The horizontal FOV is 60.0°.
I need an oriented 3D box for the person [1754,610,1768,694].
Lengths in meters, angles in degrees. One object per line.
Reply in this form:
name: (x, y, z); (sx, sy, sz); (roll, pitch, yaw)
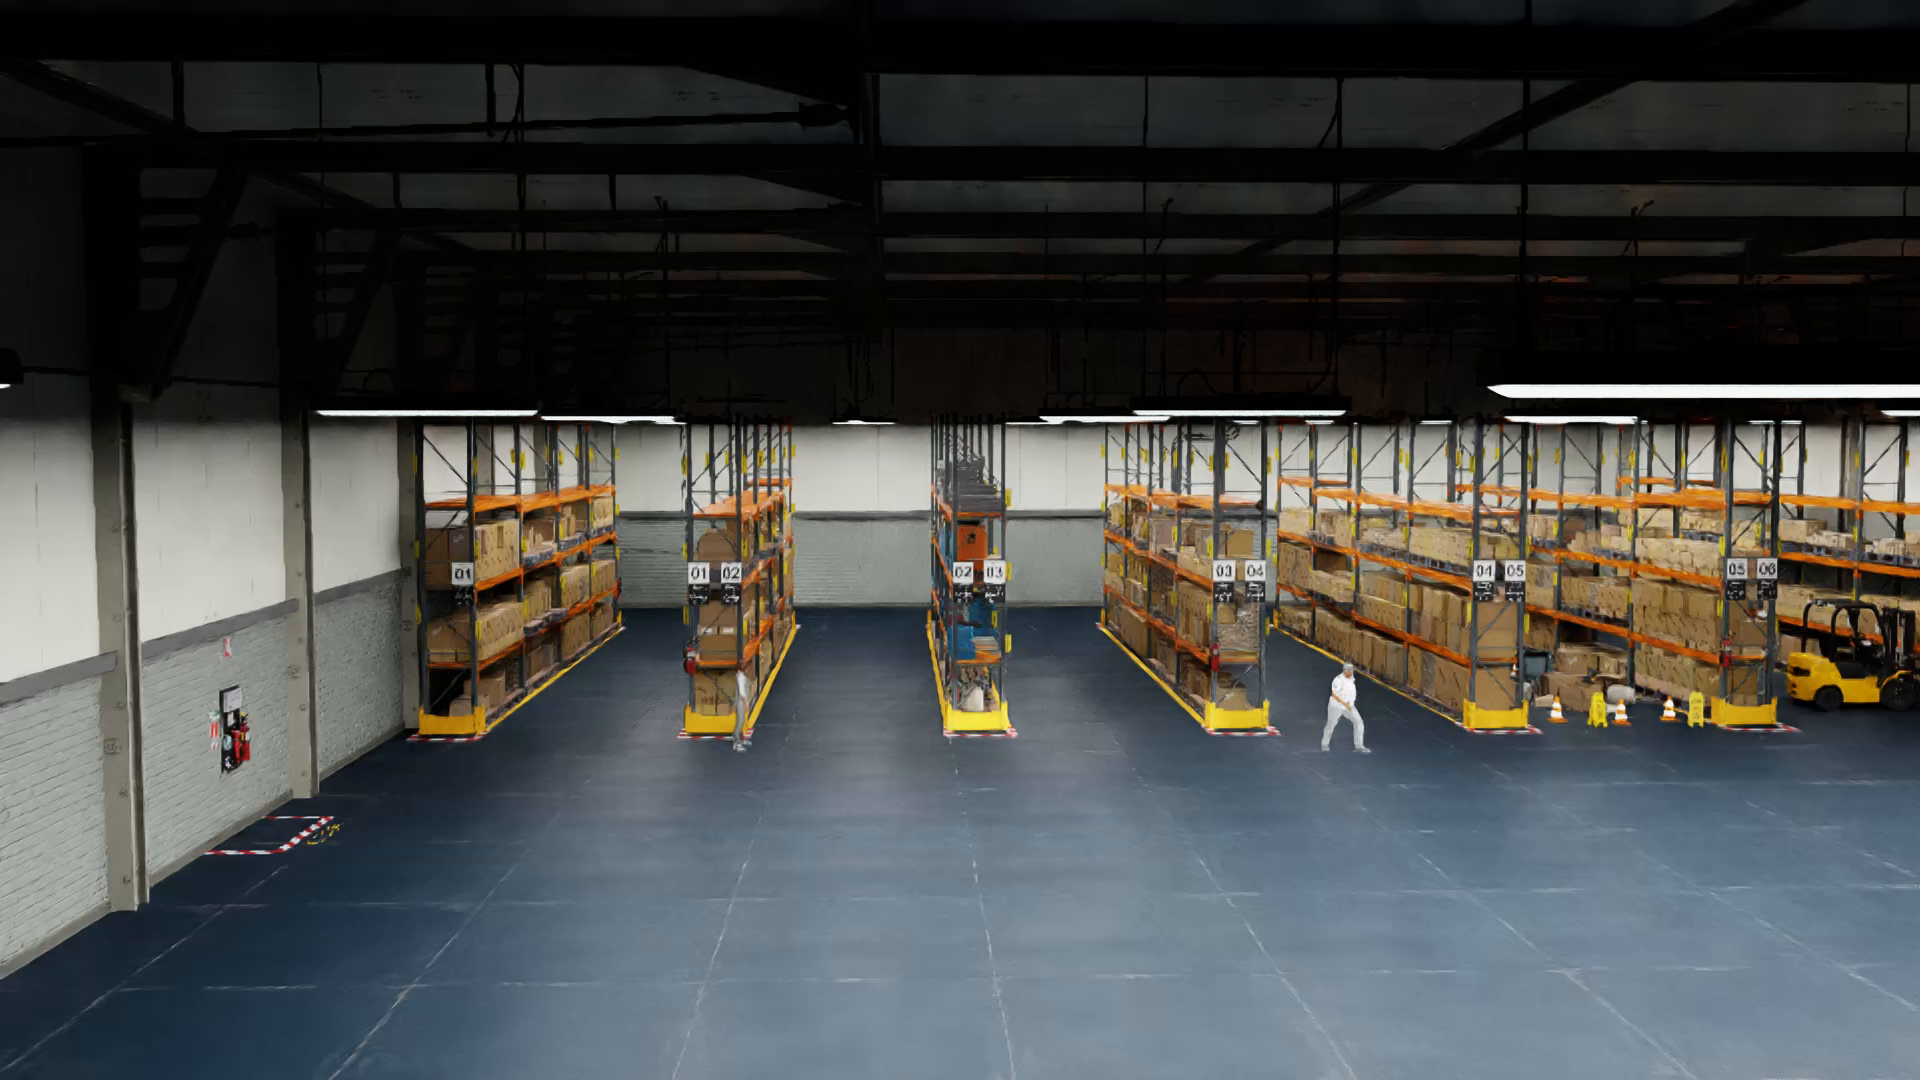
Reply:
person: (17.156, 2.385, 35.713); (0.505, 1.787, 0.618); (2, 4, 21)

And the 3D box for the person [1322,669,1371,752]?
person: (6.761, 2.932, 29.283); (0.653, 1.585, 0.780); (-2, 4, -23)

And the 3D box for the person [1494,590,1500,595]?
person: (13.422, 2.035, 41.496); (0.405, 1.575, 0.548); (1, 4, 19)

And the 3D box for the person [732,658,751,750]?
person: (-3.878, 2.896, 29.527); (0.341, 1.605, 0.559); (-1, 4, -12)
